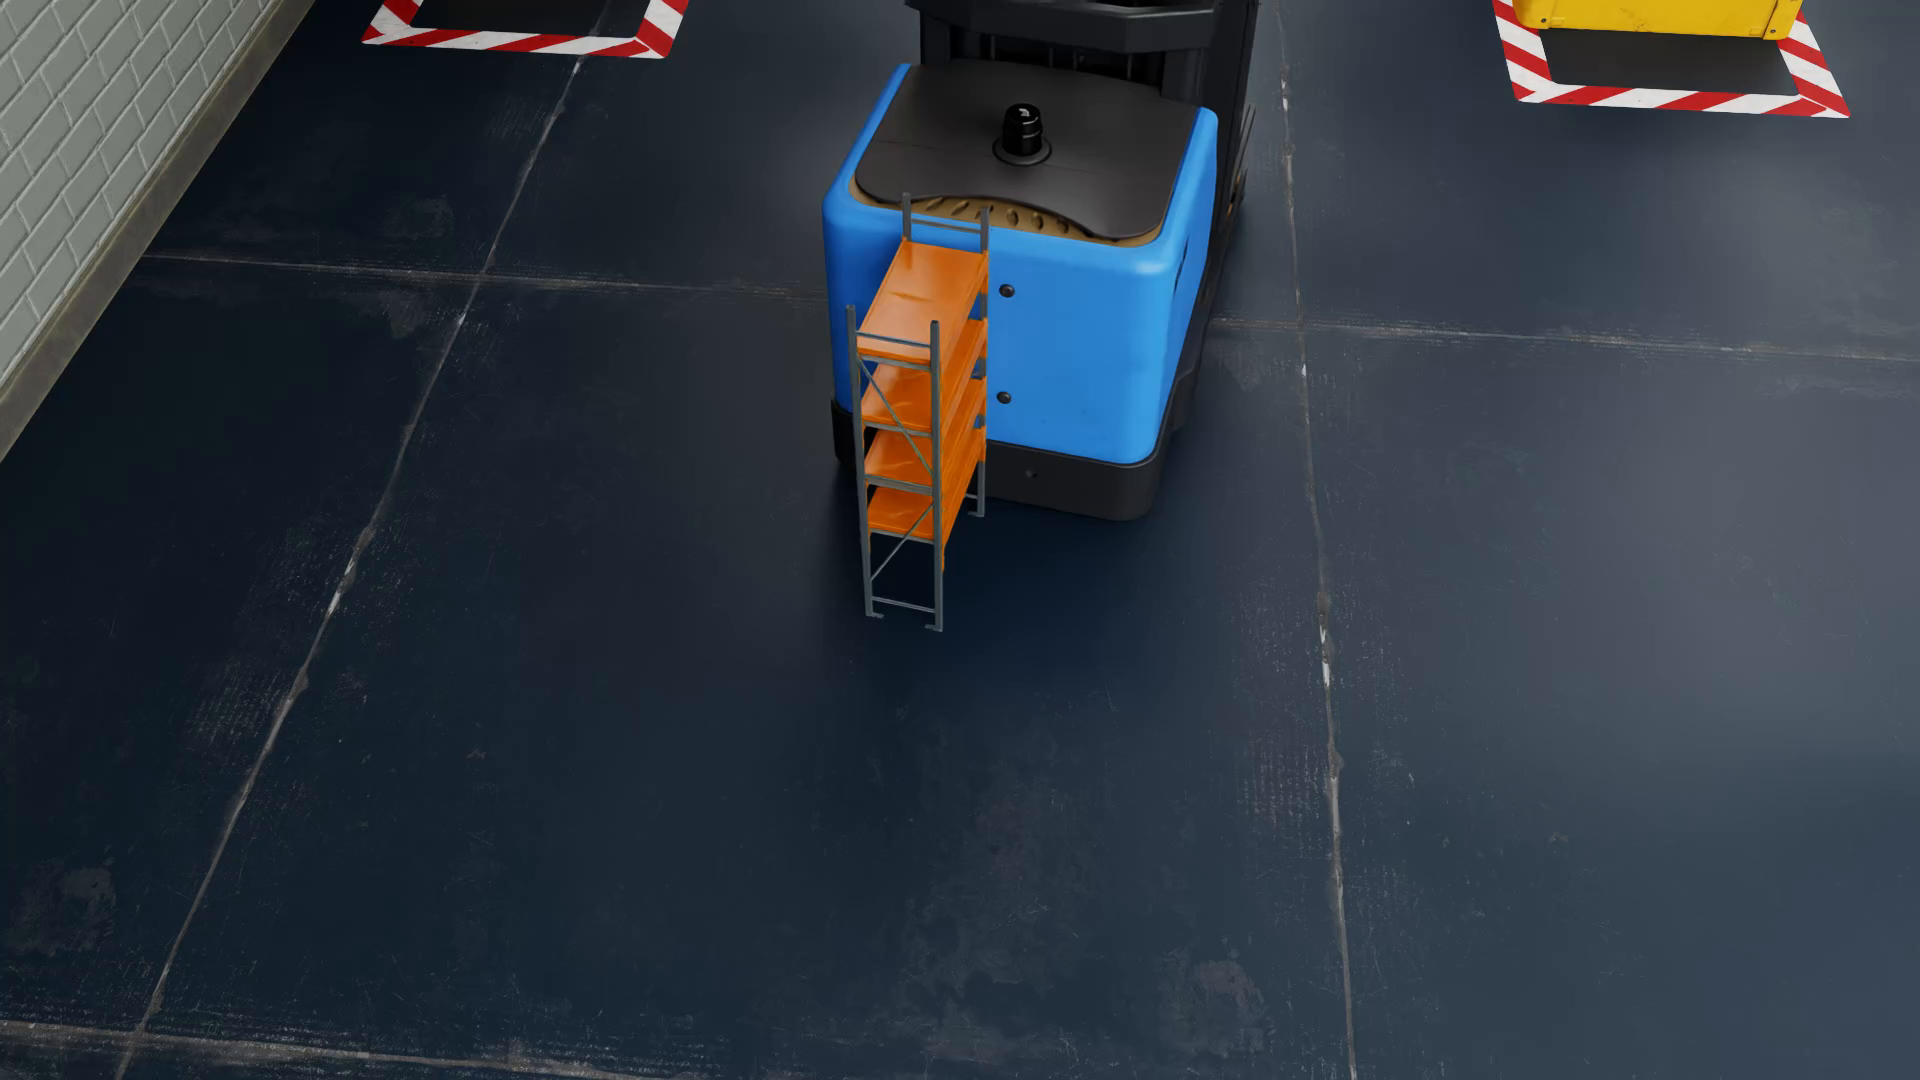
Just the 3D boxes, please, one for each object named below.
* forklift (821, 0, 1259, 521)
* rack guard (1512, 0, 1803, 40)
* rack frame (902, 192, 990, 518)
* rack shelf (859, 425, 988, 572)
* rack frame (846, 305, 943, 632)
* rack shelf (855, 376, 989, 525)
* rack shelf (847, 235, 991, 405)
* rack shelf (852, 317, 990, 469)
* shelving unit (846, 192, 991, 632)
[{"bbox_3d":[0.470,-2.161,5.240,1.130,2.935,3.031,11,49,10],"label":"forklift"},{"bbox_3d":[3.056,-2.508,7.205,1.175,0.500,0.348,4,48,4],"label":"rack guard"},{"bbox_3d":[-0.039,-0.503,4.897,0.240,1.200,0.015,11,49,10],"label":"rack frame"},{"bbox_3d":[-0.103,-0.150,4.935,0.258,0.148,0.480,11,49,10],"label":"rack shelf"},{"bbox_3d":[-0.168,-0.156,4.580,0.240,1.200,0.015,11,49,10],"label":"rack frame"},{"bbox_3d":[-0.103,-0.284,4.788,0.258,0.148,0.480,11,49,10],"label":"rack shelf"},{"bbox_3d":[-0.103,-0.595,4.449,0.258,0.148,0.480,11,49,10],"label":"rack shelf"},{"bbox_3d":[-0.103,-0.435,4.623,0.258,0.148,0.480,11,49,10],"label":"rack shelf"},{"bbox_3d":[-0.103,-0.330,4.739,0.258,1.200,0.503,11,49,10],"label":"shelving unit"}]
